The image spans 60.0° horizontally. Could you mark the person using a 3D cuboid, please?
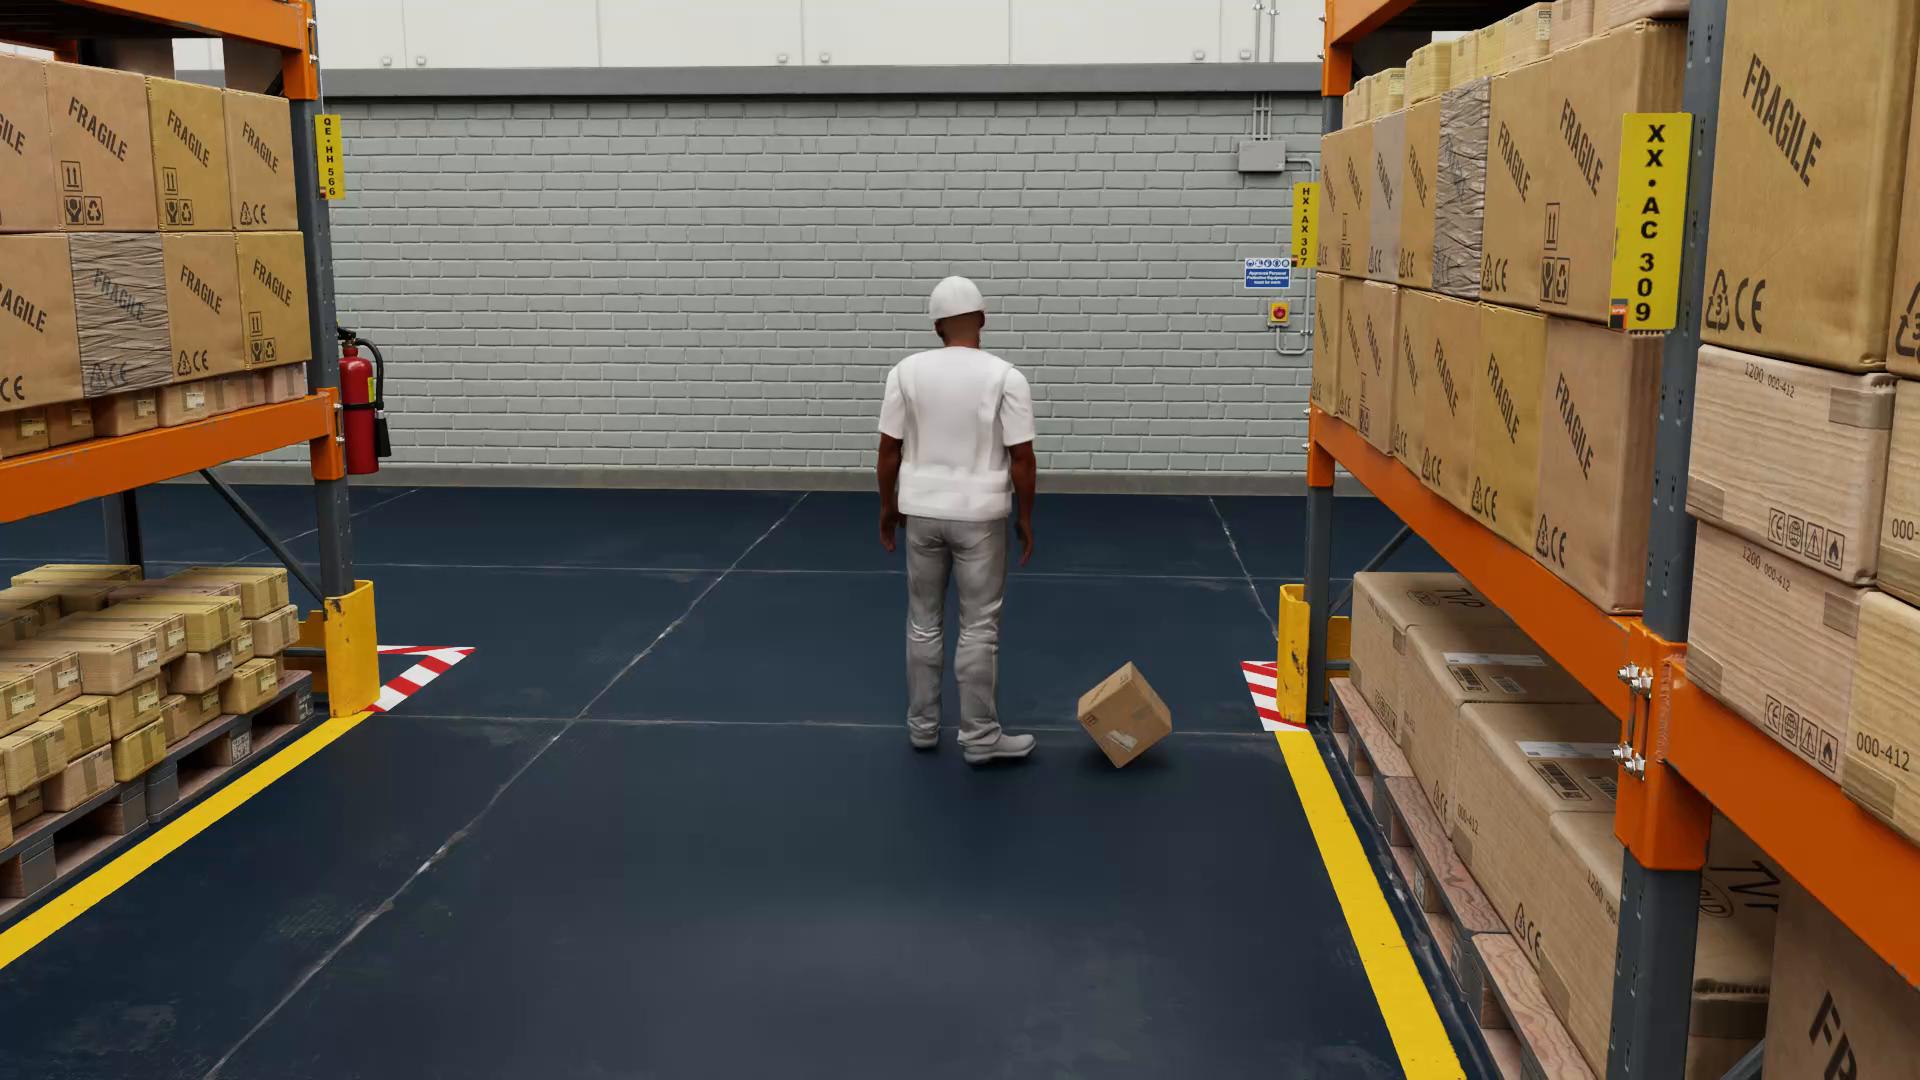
[{"bbox_3d":[-0.011,-0.087,6.173,0.624,1.768,0.422,4,11,19],"label":"person"}]
